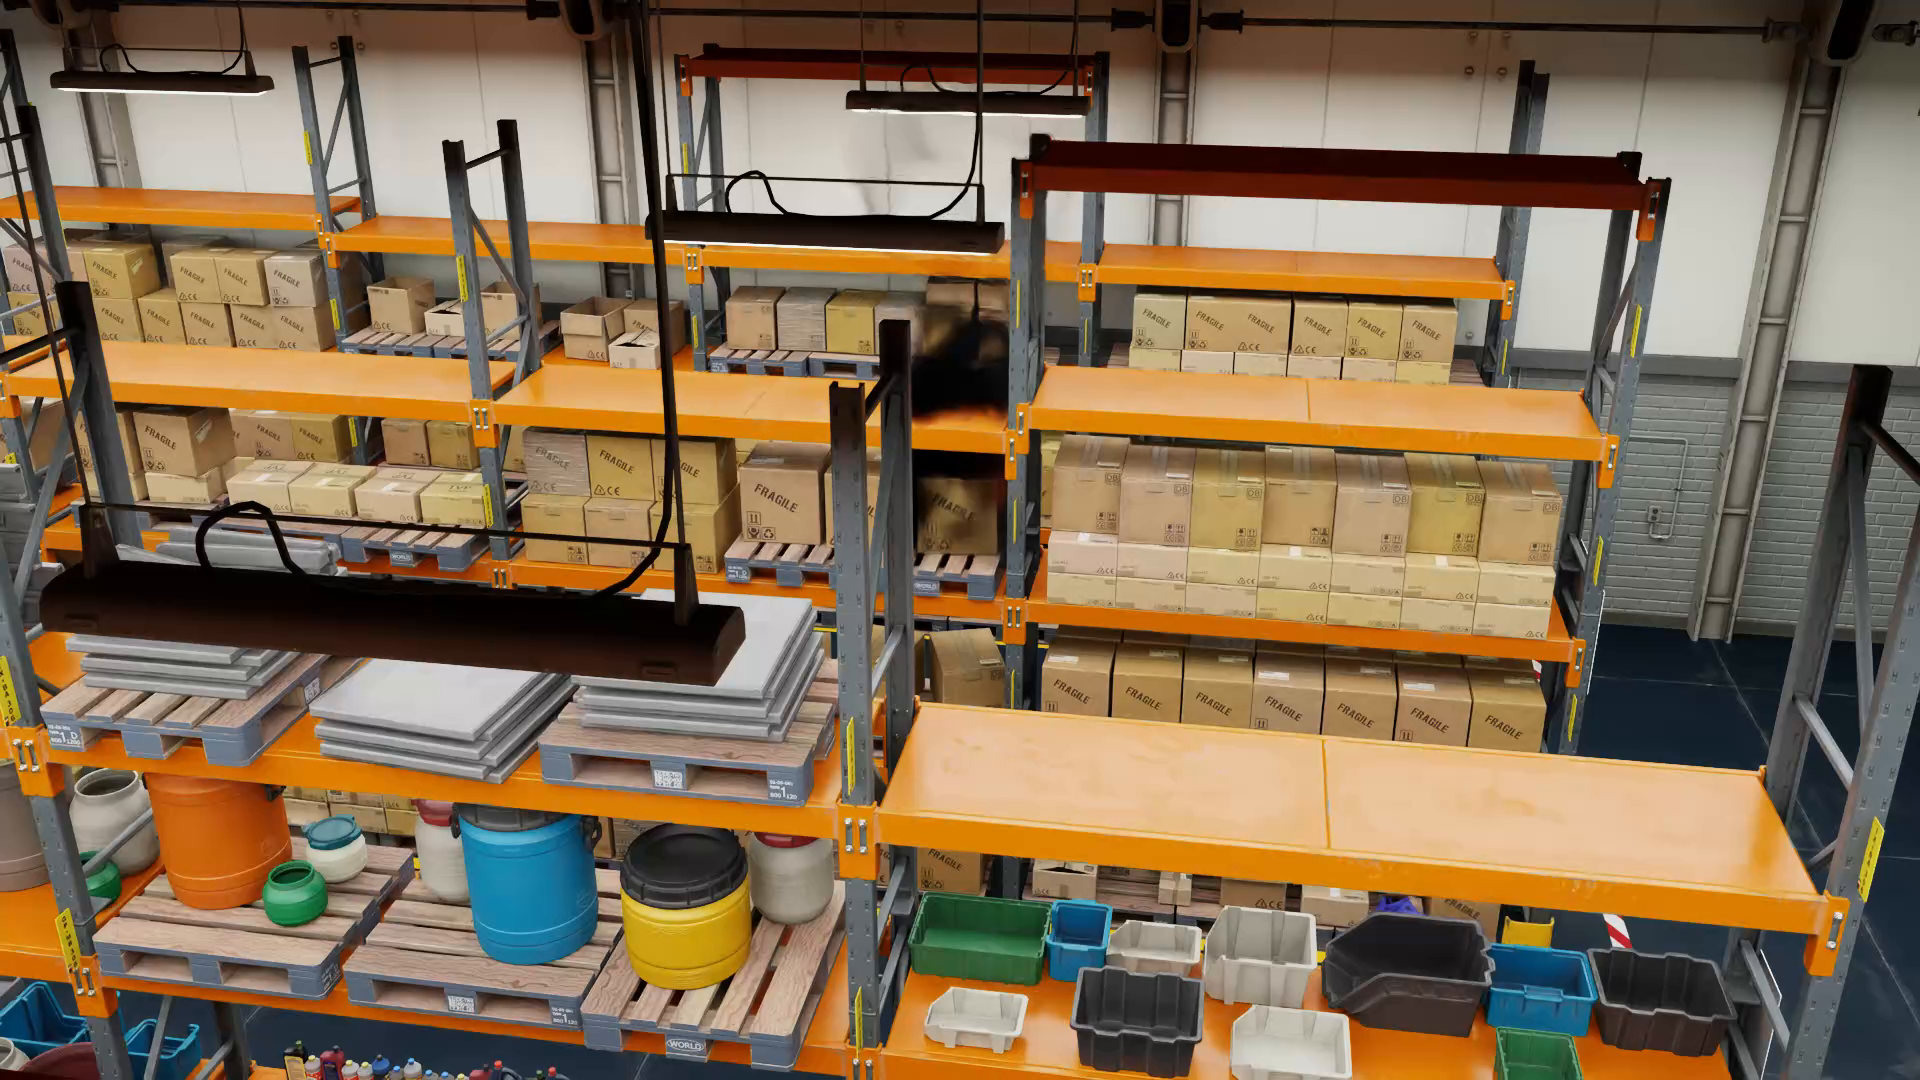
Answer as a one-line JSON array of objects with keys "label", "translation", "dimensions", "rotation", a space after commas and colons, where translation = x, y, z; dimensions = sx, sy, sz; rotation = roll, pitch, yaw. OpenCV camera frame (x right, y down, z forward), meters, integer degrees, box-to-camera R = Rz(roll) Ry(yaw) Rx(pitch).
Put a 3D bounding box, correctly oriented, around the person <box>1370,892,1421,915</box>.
[{"label": "person", "translation": [2.925, 2.993, 11.372], "dimensions": [0.669, 1.563, 0.569], "rotation": [1, 23, 2]}]
